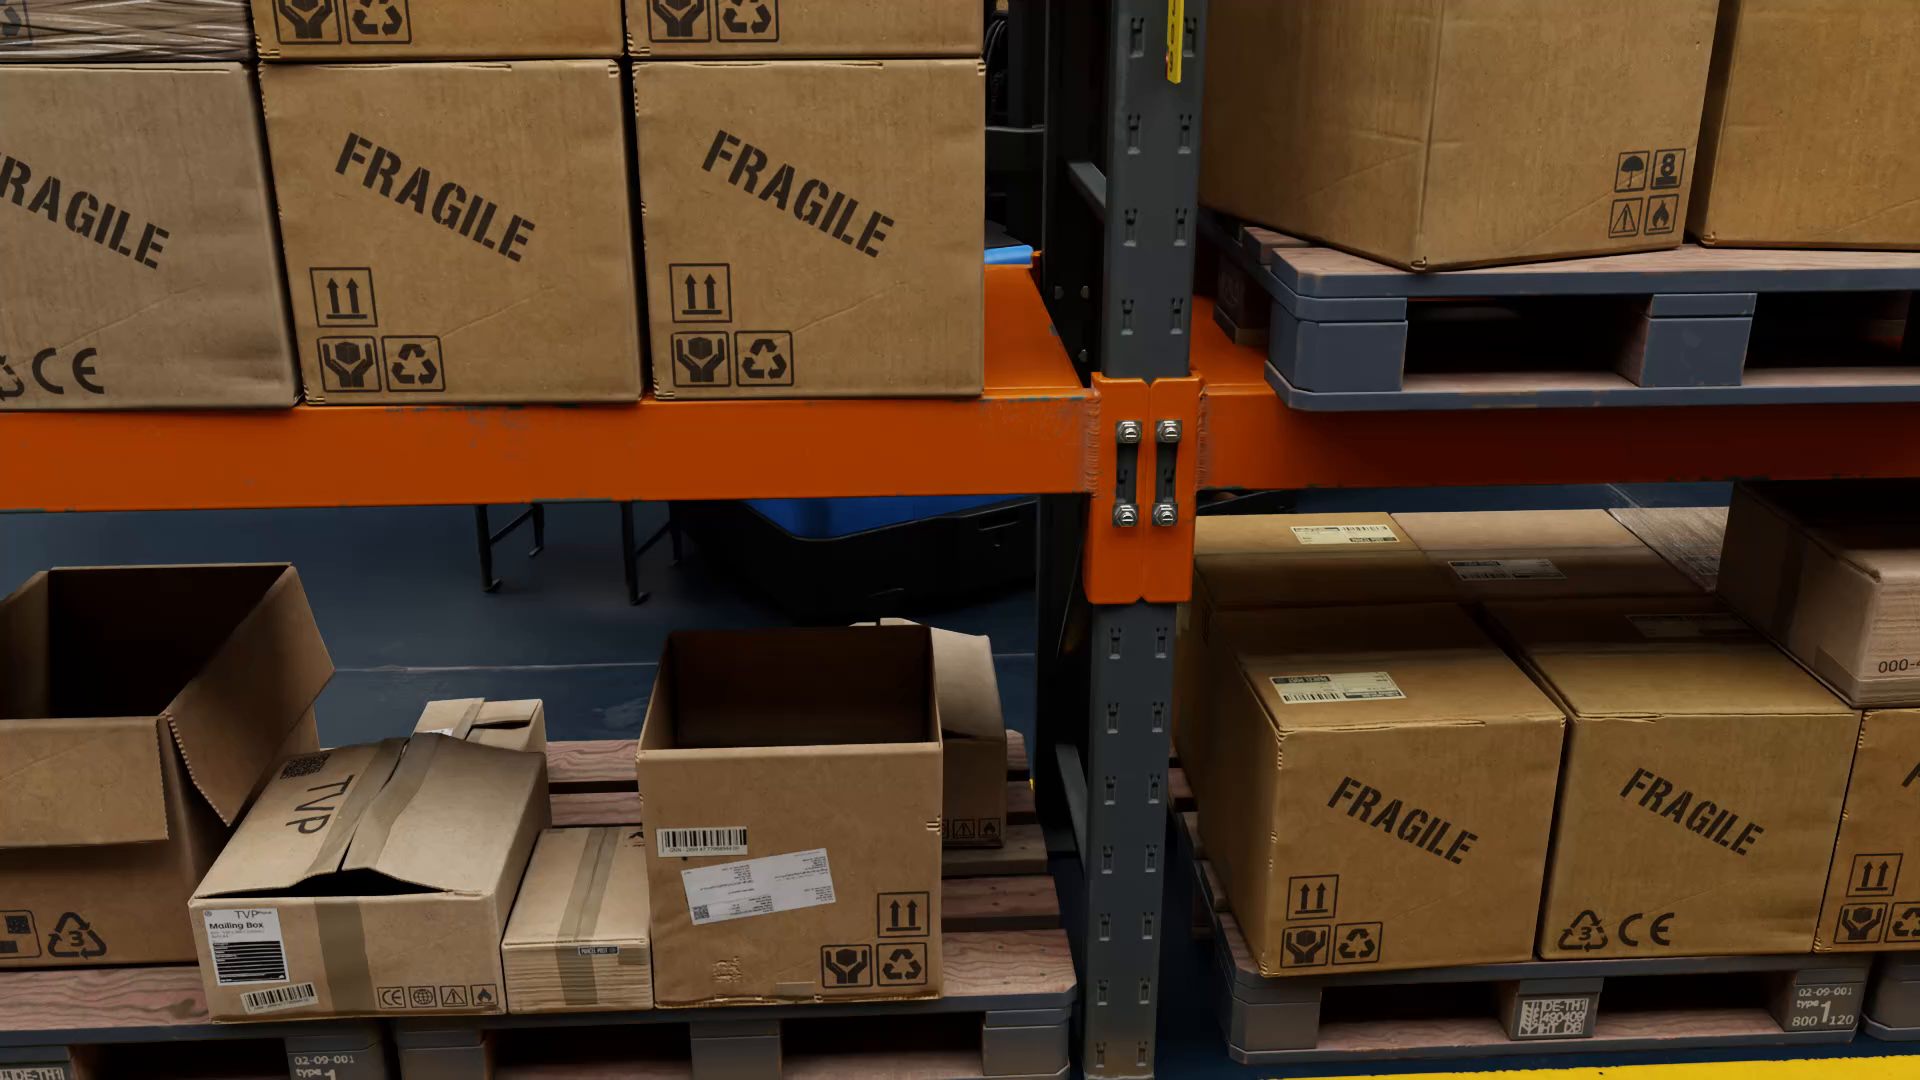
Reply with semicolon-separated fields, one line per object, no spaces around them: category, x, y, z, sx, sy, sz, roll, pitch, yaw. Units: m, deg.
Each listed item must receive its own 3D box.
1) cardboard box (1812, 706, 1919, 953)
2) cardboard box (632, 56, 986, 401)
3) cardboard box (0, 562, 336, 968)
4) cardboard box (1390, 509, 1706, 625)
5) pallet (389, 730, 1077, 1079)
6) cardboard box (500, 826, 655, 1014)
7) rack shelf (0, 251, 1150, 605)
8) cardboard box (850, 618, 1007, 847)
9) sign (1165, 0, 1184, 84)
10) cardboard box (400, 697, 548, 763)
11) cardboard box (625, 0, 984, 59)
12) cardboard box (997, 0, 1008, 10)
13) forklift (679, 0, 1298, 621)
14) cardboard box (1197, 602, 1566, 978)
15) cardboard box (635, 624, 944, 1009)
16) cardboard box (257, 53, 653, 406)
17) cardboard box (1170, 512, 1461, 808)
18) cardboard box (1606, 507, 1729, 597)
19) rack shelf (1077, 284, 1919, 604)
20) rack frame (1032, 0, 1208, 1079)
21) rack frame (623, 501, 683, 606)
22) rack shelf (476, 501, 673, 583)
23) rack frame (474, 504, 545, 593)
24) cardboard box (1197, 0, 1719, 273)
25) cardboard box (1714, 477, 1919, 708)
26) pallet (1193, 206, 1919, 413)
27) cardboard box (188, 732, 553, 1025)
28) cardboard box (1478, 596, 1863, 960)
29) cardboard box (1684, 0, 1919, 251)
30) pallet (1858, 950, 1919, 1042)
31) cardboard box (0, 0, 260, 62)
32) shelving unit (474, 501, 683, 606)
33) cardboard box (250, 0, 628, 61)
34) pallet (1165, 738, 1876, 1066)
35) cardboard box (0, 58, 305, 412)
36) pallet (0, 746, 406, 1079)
cardboard box;1.789;0.428;3.176;0.500;0.500;0.500;-1;21;-2
cardboard box;-0.223;-0.534;2.669;0.500;0.500;0.500;-1;21;-2
cardboard box;-1.614;0.412;3.213;0.637;0.503;0.797;-1;21;-3
cardboard box;1.232;0.255;3.631;0.500;0.500;0.500;-1;21;-3
pallet;-0.424;0.728;3.413;1.213;0.211;1.003;-1;21;-3
cardboard box;-0.662;0.679;3.010;0.250;0.149;0.380;-1;21;-3
rack shelf;-1.735;-0.212;2.974;4.000;0.370;1.077;-1;21;-3
cardboard box;-0.170;0.394;3.532;0.500;0.311;0.500;-1;21;-3
sign;0.300;-0.801;2.292;0.005;0.325;0.100;-1;21;-3
cardboard box;-1.033;0.482;3.502;0.250;0.166;0.380;-1;21;-3
cardboard box;-0.229;-1.001;2.488;0.500;0.500;0.500;-1;21;-3
cardboard box;0.173;-4.075;11.969;0.500;0.500;0.500;-1;21;-3
forklift;0.558;-1.508;5.464;3.031;2.935;1.130;-13;24;-30
cardboard box;0.758;0.450;3.117;0.500;0.500;0.500;-2;21;-5
cardboard box;-0.291;0.486;3.024;0.500;0.500;0.500;-1;21;-3
cardboard box;-0.738;-0.524;2.640;0.500;0.500;0.500;-1;21;-2
cardboard box;0.738;0.262;3.613;0.500;0.500;0.500;-1;21;-3
cardboard box;1.732;0.245;3.658;0.500;0.500;0.500;-1;21;-2
rack shelf;2.258;-0.293;3.187;4.000;0.370;1.077;-1;21;-3
rack frame;0.261;-0.589;2.952;0.127;3.000;1.000;-1;21;-3
rack frame;-0.960;-0.848;4.898;0.015;2.100;0.400;4;21;12
rack shelf;-1.198;-0.200;5.201;0.480;0.518;0.431;4;21;12
rack frame;-1.436;-0.886;4.996;0.015;2.100;0.400;4;21;12
cardboard box;0.747;-0.762;2.676;0.500;0.500;0.700;-9;22;-21
cardboard box;1.757;0.080;3.037;0.500;0.250;0.500;-1;21;-3
pallet;1.065;-0.477;2.927;1.213;0.211;1.003;-1;21;-3
cardboard box;-1.040;0.590;3.017;0.500;0.311;0.500;-1;21;-3
cardboard box;1.290;0.436;3.156;0.500;0.500;0.500;-1;21;-2
cardboard box;1.430;-0.799;2.772;0.500;0.500;0.700;2;21;6
pallet;2.292;0.658;3.595;1.213;0.211;1.003;-1;21;-3
cardboard box;-1.243;-0.979;2.432;0.500;0.500;0.500;-1;21;-3
shelving unit;-1.198;-0.867;4.947;0.503;2.100;0.431;4;21;12
cardboard box;-0.740;-0.989;2.458;0.500;0.500;0.500;-2;21;-4
pallet;1.071;0.684;3.527;1.213;0.211;1.003;-1;21;-3
cardboard box;-1.250;-0.512;2.610;0.500;0.500;0.500;-1;21;-2
pallet;-1.645;0.754;3.345;1.213;0.211;1.003;-1;21;-3
